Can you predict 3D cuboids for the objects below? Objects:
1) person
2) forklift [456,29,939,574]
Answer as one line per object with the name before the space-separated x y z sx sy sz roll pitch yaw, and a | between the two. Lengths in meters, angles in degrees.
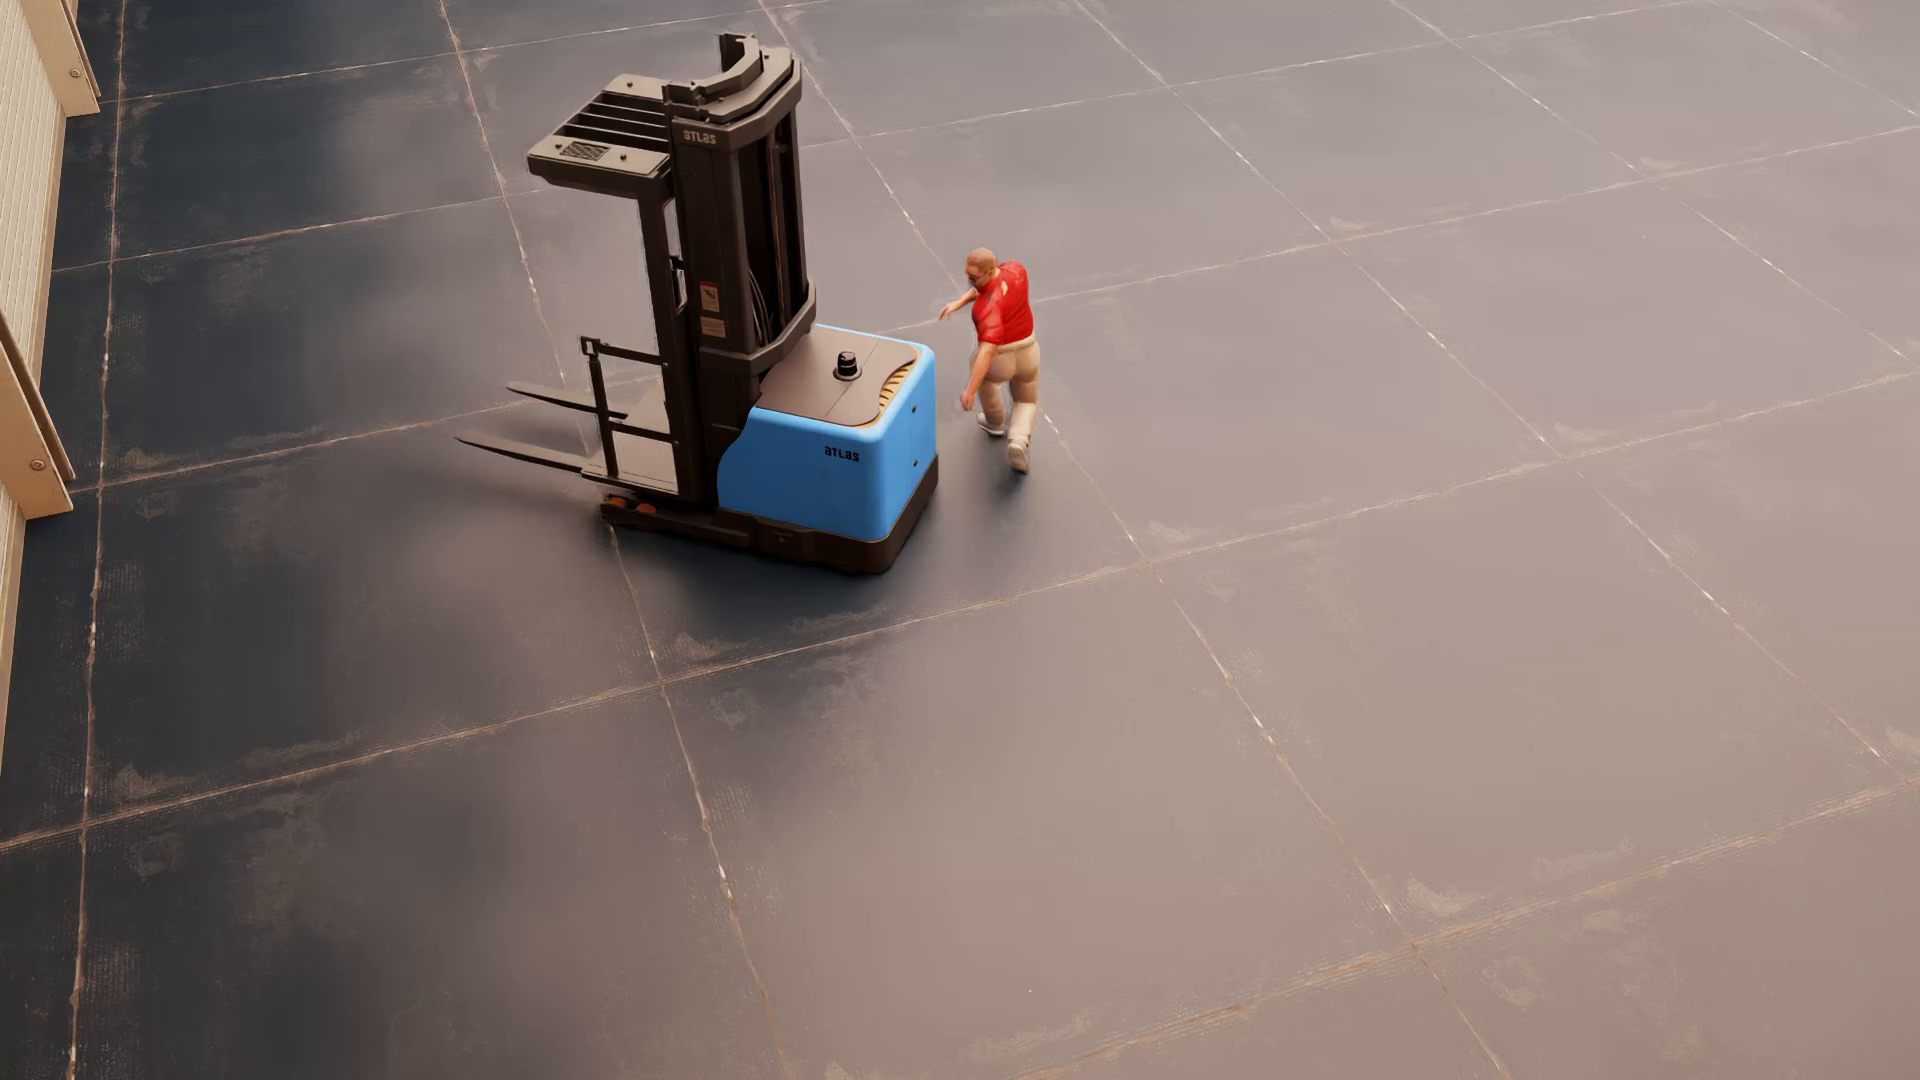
person | 0.215 -1.165 10.552 0.646 1.507 0.907 -15 42 -17
forklift | -1.711 -1.491 9.772 3.031 2.935 1.130 13 42 15
